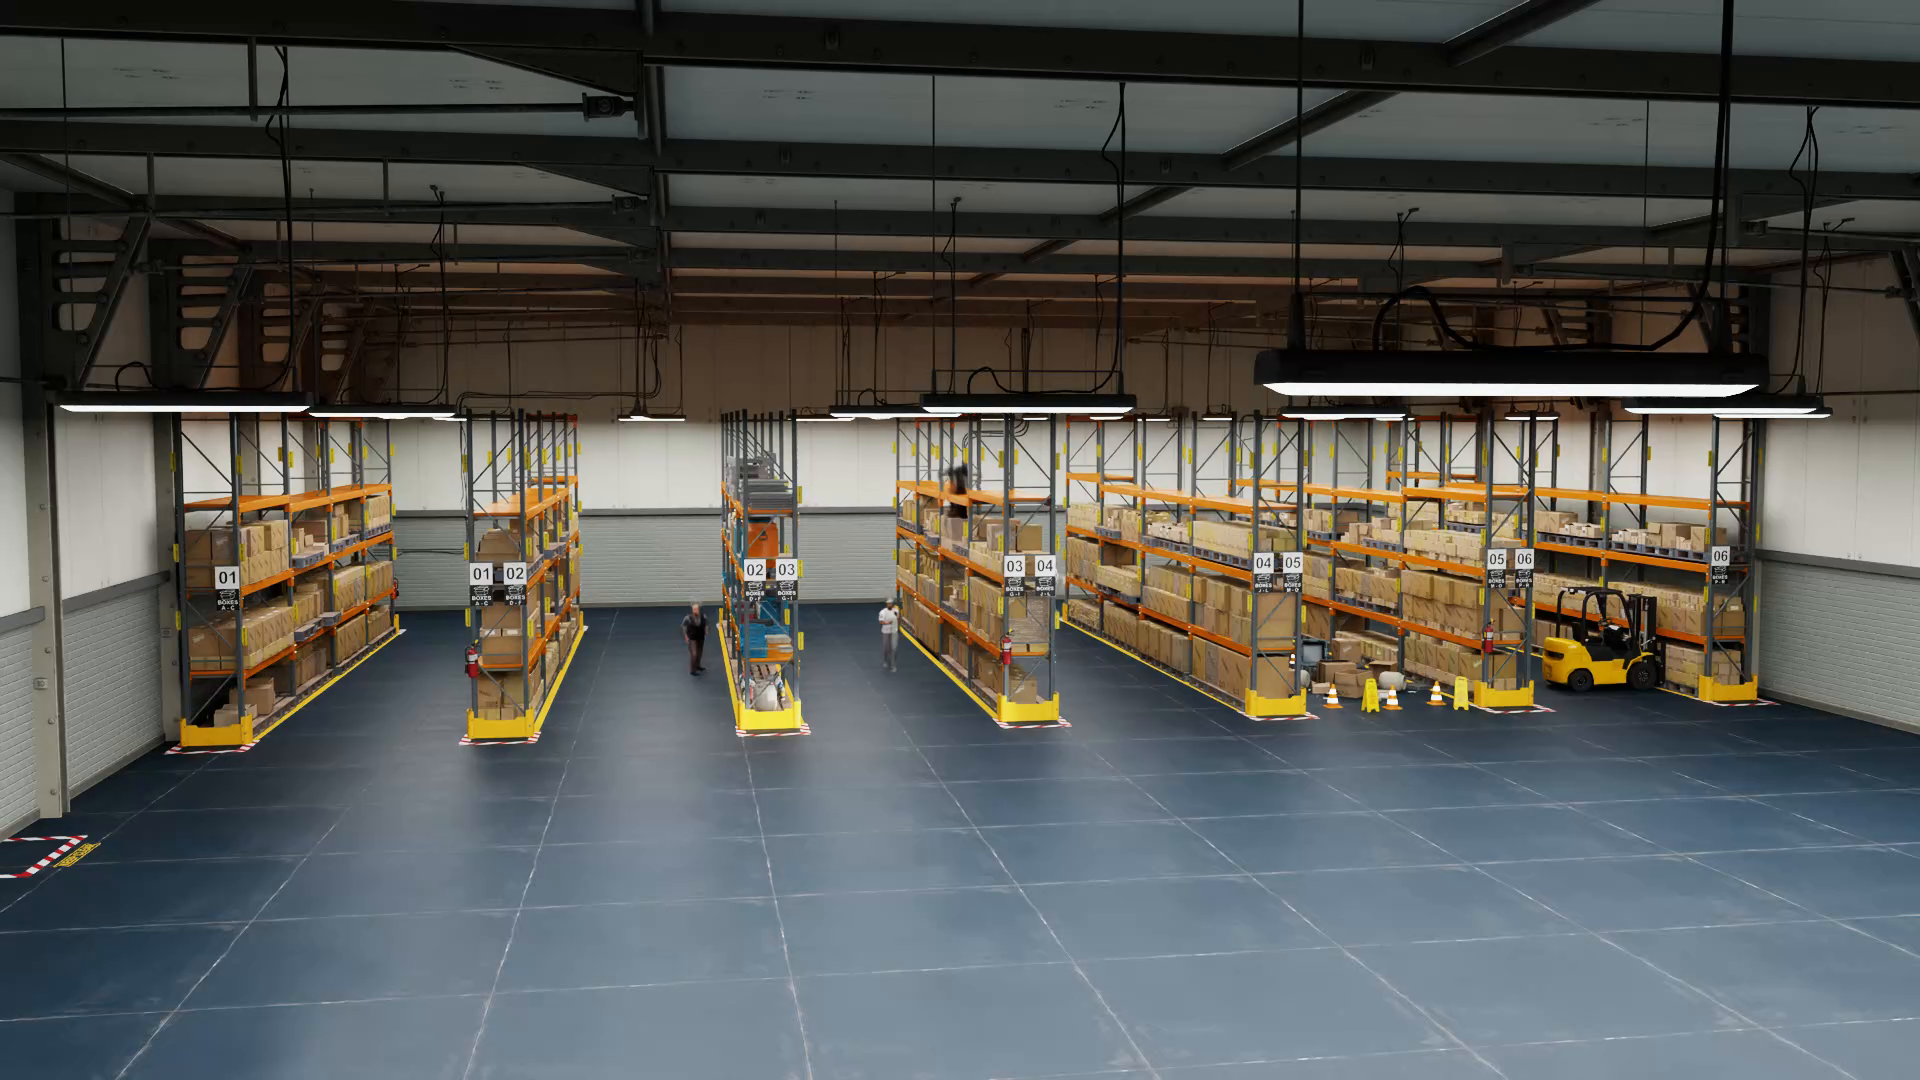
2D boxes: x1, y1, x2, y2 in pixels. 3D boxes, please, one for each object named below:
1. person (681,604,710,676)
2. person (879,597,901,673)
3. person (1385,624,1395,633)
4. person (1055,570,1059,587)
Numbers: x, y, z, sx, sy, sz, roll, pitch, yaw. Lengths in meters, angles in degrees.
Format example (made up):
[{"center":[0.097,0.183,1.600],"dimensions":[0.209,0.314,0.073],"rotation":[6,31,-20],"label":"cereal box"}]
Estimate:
[{"center":[-6.005,2.267,37.971],"dimensions":[0.707,1.647,0.897],"rotation":[-3,5,-36],"label":"person"},{"center":[-1.629,2.180,38.553],"dimensions":[0.535,1.742,0.860],"rotation":[-1,4,-10],"label":"person"},{"center":[11.951,1.715,45.670],"dimensions":[0.658,1.677,0.776],"rotation":[-3,5,-32],"label":"person"},{"center":[2.643,1.388,49.959],"dimensions":[0.600,1.652,0.992],"rotation":[1,4,17],"label":"person"}]
